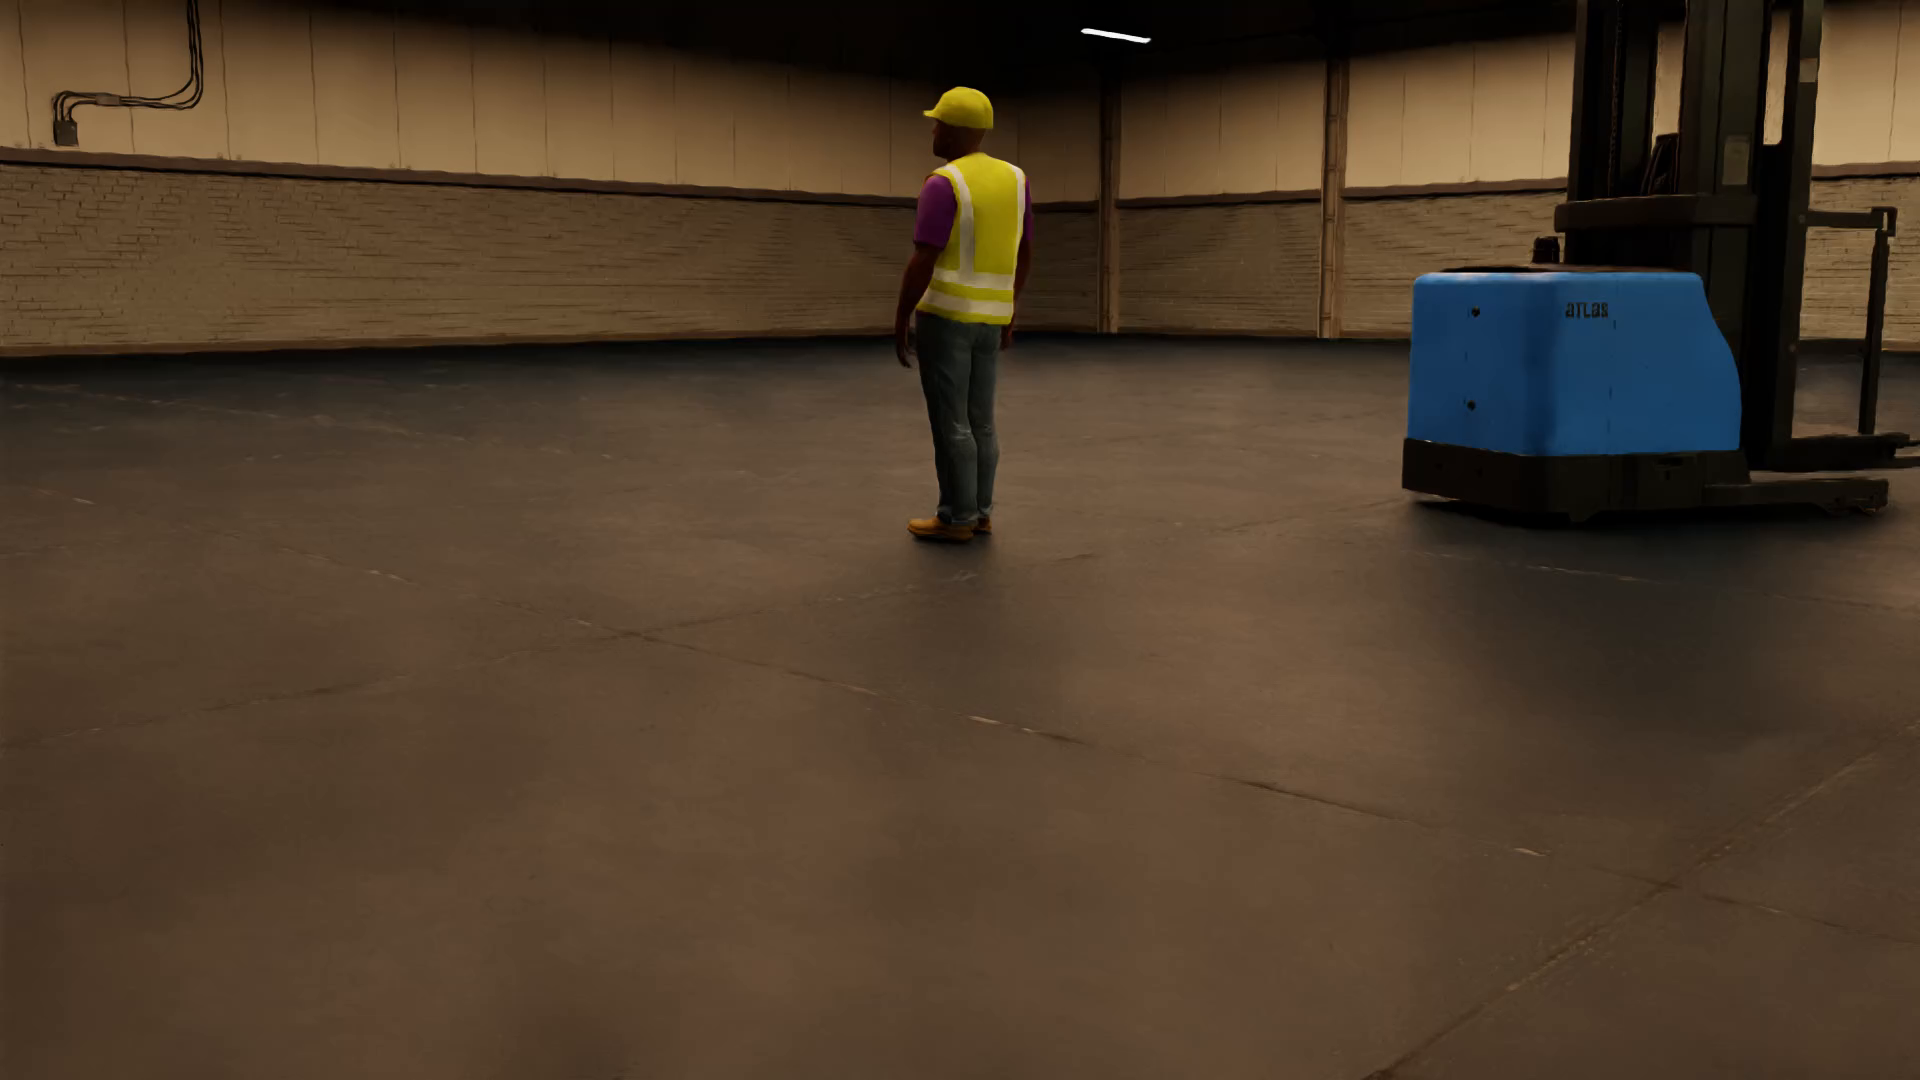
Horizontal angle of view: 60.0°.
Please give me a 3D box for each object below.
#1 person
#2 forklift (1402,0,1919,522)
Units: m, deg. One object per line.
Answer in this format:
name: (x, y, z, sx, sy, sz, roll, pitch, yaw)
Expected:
person: (-0.046, -0.888, 6.637, 0.576, 1.766, 0.665, 8, 12, 43)
forklift: (3.667, -1.629, 7.691, 3.031, 2.935, 1.130, -3, 9, -18)
